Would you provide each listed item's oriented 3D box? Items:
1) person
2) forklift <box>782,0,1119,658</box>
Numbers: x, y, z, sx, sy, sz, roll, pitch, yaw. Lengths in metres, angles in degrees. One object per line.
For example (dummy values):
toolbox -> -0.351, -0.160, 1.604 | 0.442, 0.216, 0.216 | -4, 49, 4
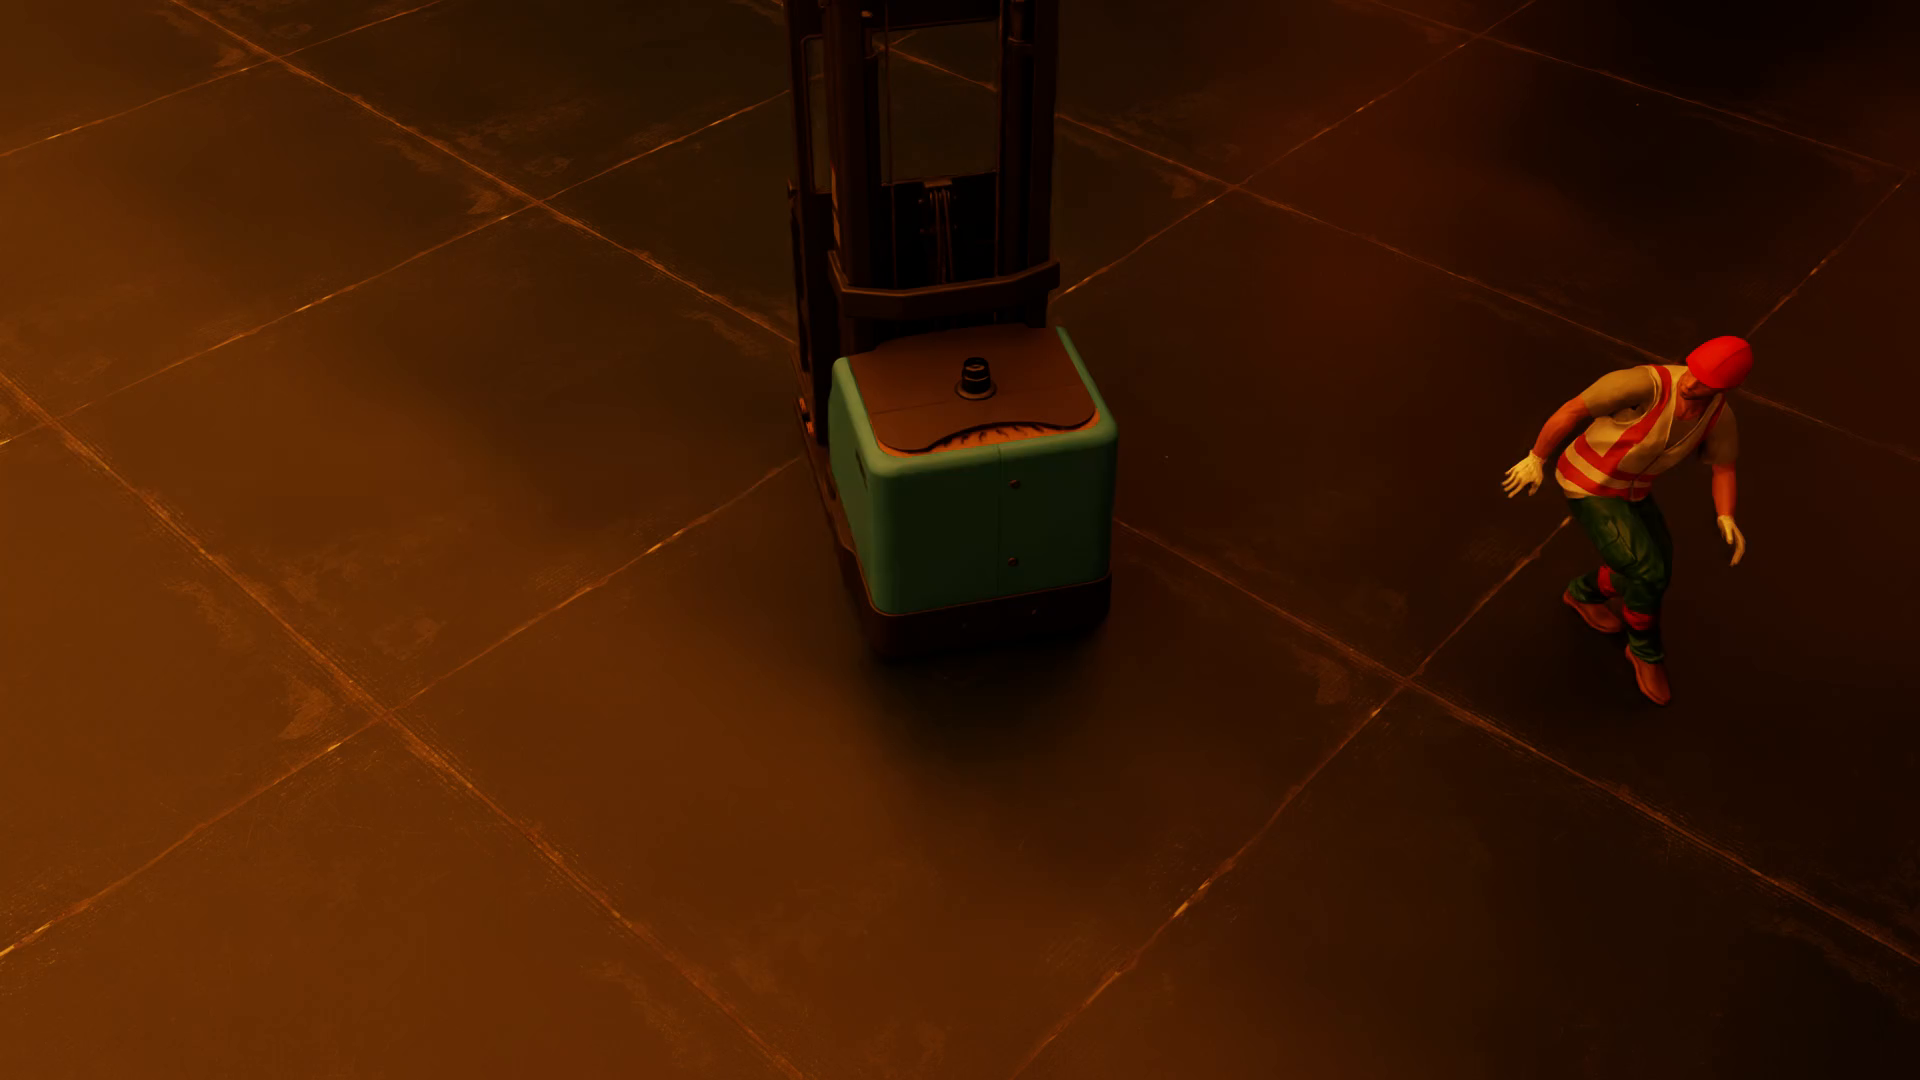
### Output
person -> 2.702, -0.117, 6.616 | 0.779, 1.587, 0.811 | -17, 43, -19
forklift -> -0.210, -1.587, 7.278 | 1.130, 2.935, 3.031 | -9, 42, -11
